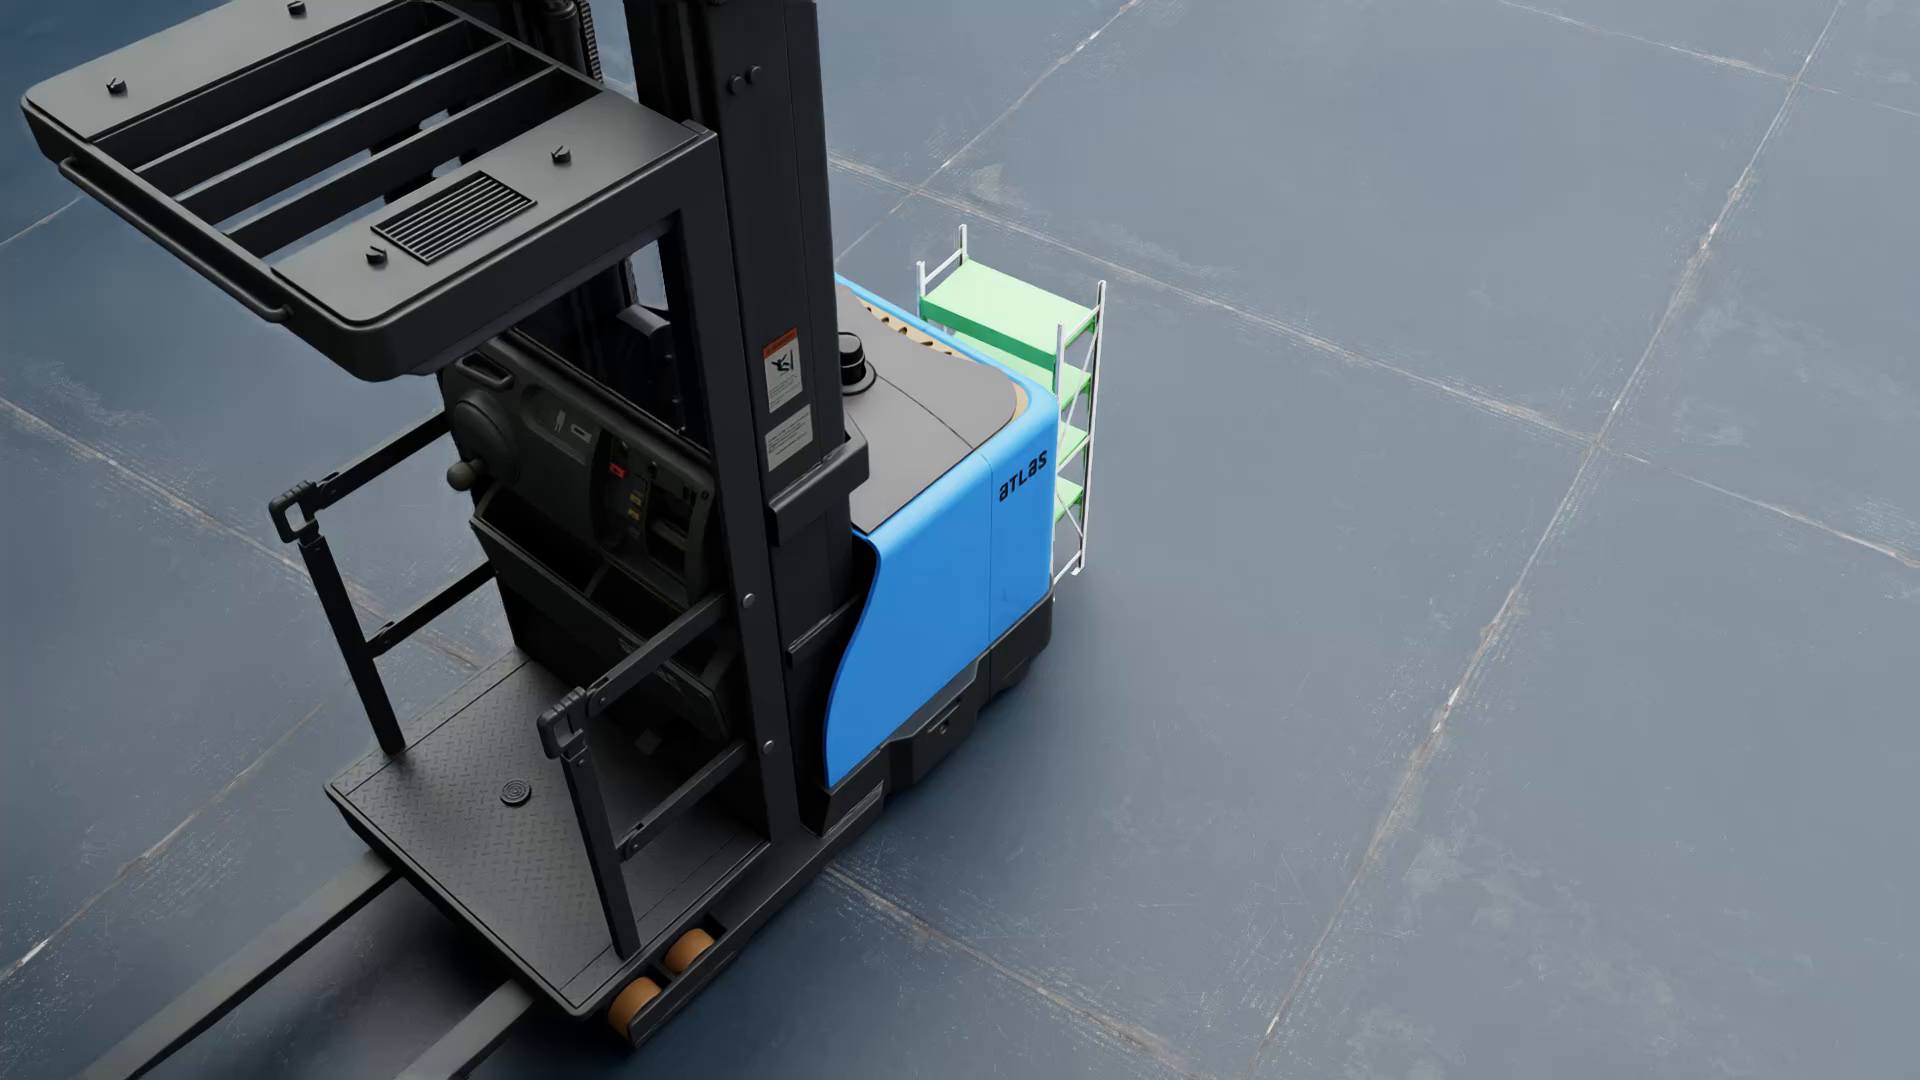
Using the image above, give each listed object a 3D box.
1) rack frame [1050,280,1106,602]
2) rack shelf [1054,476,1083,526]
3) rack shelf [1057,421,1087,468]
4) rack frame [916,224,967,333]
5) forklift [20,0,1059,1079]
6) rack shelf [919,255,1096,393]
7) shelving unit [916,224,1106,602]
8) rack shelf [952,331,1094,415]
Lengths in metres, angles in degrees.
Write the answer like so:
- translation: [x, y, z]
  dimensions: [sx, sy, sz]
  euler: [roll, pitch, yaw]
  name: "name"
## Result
- translation: [0.348, -0.259, 5.165]
  dimensions: [0.015, 1.200, 0.240]
  euler: [26, 51, 23]
  name: "rack frame"
- translation: [0.147, -0.147, 5.480]
  dimensions: [0.480, 0.148, 0.258]
  euler: [26, 51, 23]
  name: "rack shelf"
- translation: [0.147, -0.314, 5.308]
  dimensions: [0.480, 0.148, 0.258]
  euler: [26, 51, 23]
  name: "rack shelf"
- translation: [-0.054, -0.458, 5.359]
  dimensions: [0.015, 1.200, 0.240]
  euler: [26, 51, 23]
  name: "rack frame"
- translation: [-1.047, -0.102, 3.805]
  dimensions: [1.130, 2.935, 3.031]
  euler: [32, 54, 27]
  name: "forklift"
- translation: [0.147, -0.649, 4.964]
  dimensions: [0.480, 0.148, 0.258]
  euler: [26, 51, 23]
  name: "rack shelf"
- translation: [0.147, -0.359, 5.262]
  dimensions: [0.503, 1.200, 0.258]
  euler: [26, 51, 23]
  name: "shelving unit"
- translation: [0.147, -0.481, 5.136]
  dimensions: [0.480, 0.148, 0.258]
  euler: [26, 51, 23]
  name: "rack shelf"
